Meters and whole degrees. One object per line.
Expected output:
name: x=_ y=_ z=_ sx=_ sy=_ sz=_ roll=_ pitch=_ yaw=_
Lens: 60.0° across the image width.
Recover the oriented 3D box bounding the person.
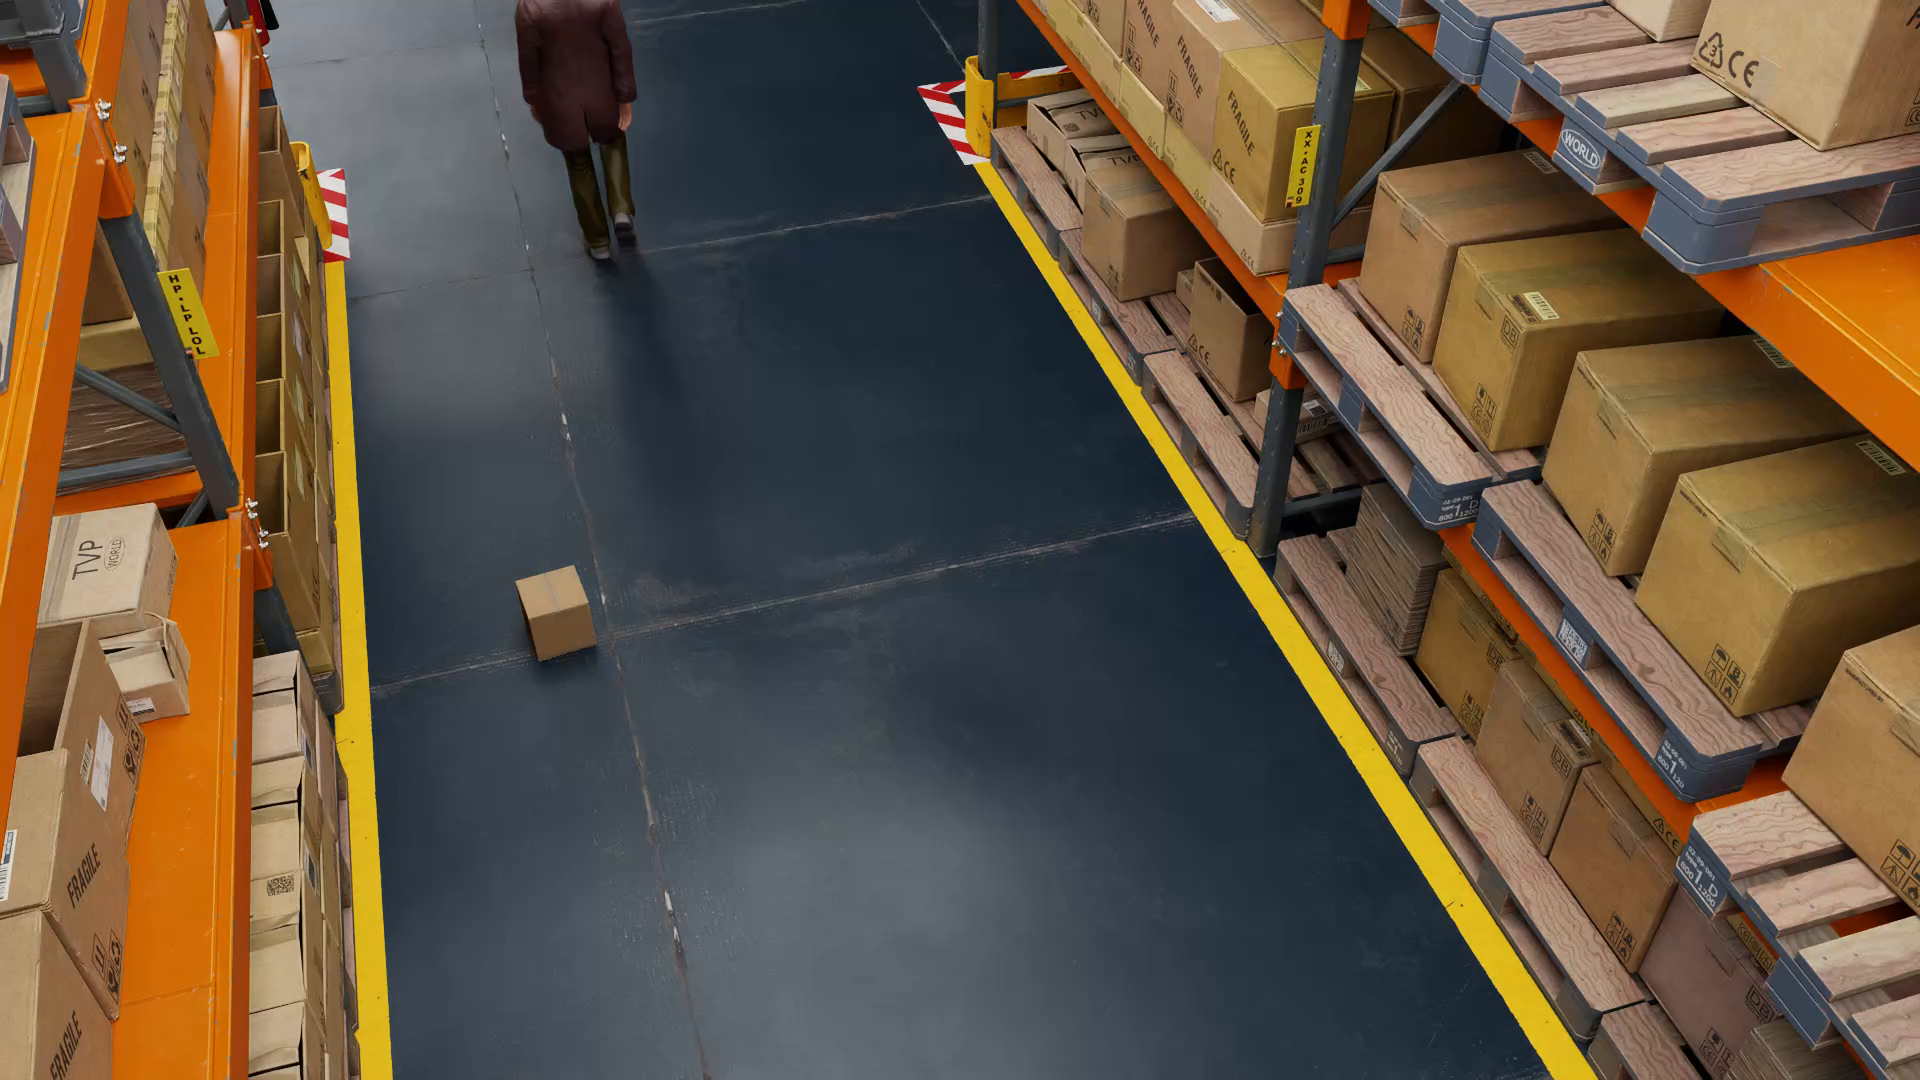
person: x=-2.005 y=-2.333 z=8.776 sx=0.577 sy=1.808 sz=0.476 roll=-13 pitch=43 yaw=-14
